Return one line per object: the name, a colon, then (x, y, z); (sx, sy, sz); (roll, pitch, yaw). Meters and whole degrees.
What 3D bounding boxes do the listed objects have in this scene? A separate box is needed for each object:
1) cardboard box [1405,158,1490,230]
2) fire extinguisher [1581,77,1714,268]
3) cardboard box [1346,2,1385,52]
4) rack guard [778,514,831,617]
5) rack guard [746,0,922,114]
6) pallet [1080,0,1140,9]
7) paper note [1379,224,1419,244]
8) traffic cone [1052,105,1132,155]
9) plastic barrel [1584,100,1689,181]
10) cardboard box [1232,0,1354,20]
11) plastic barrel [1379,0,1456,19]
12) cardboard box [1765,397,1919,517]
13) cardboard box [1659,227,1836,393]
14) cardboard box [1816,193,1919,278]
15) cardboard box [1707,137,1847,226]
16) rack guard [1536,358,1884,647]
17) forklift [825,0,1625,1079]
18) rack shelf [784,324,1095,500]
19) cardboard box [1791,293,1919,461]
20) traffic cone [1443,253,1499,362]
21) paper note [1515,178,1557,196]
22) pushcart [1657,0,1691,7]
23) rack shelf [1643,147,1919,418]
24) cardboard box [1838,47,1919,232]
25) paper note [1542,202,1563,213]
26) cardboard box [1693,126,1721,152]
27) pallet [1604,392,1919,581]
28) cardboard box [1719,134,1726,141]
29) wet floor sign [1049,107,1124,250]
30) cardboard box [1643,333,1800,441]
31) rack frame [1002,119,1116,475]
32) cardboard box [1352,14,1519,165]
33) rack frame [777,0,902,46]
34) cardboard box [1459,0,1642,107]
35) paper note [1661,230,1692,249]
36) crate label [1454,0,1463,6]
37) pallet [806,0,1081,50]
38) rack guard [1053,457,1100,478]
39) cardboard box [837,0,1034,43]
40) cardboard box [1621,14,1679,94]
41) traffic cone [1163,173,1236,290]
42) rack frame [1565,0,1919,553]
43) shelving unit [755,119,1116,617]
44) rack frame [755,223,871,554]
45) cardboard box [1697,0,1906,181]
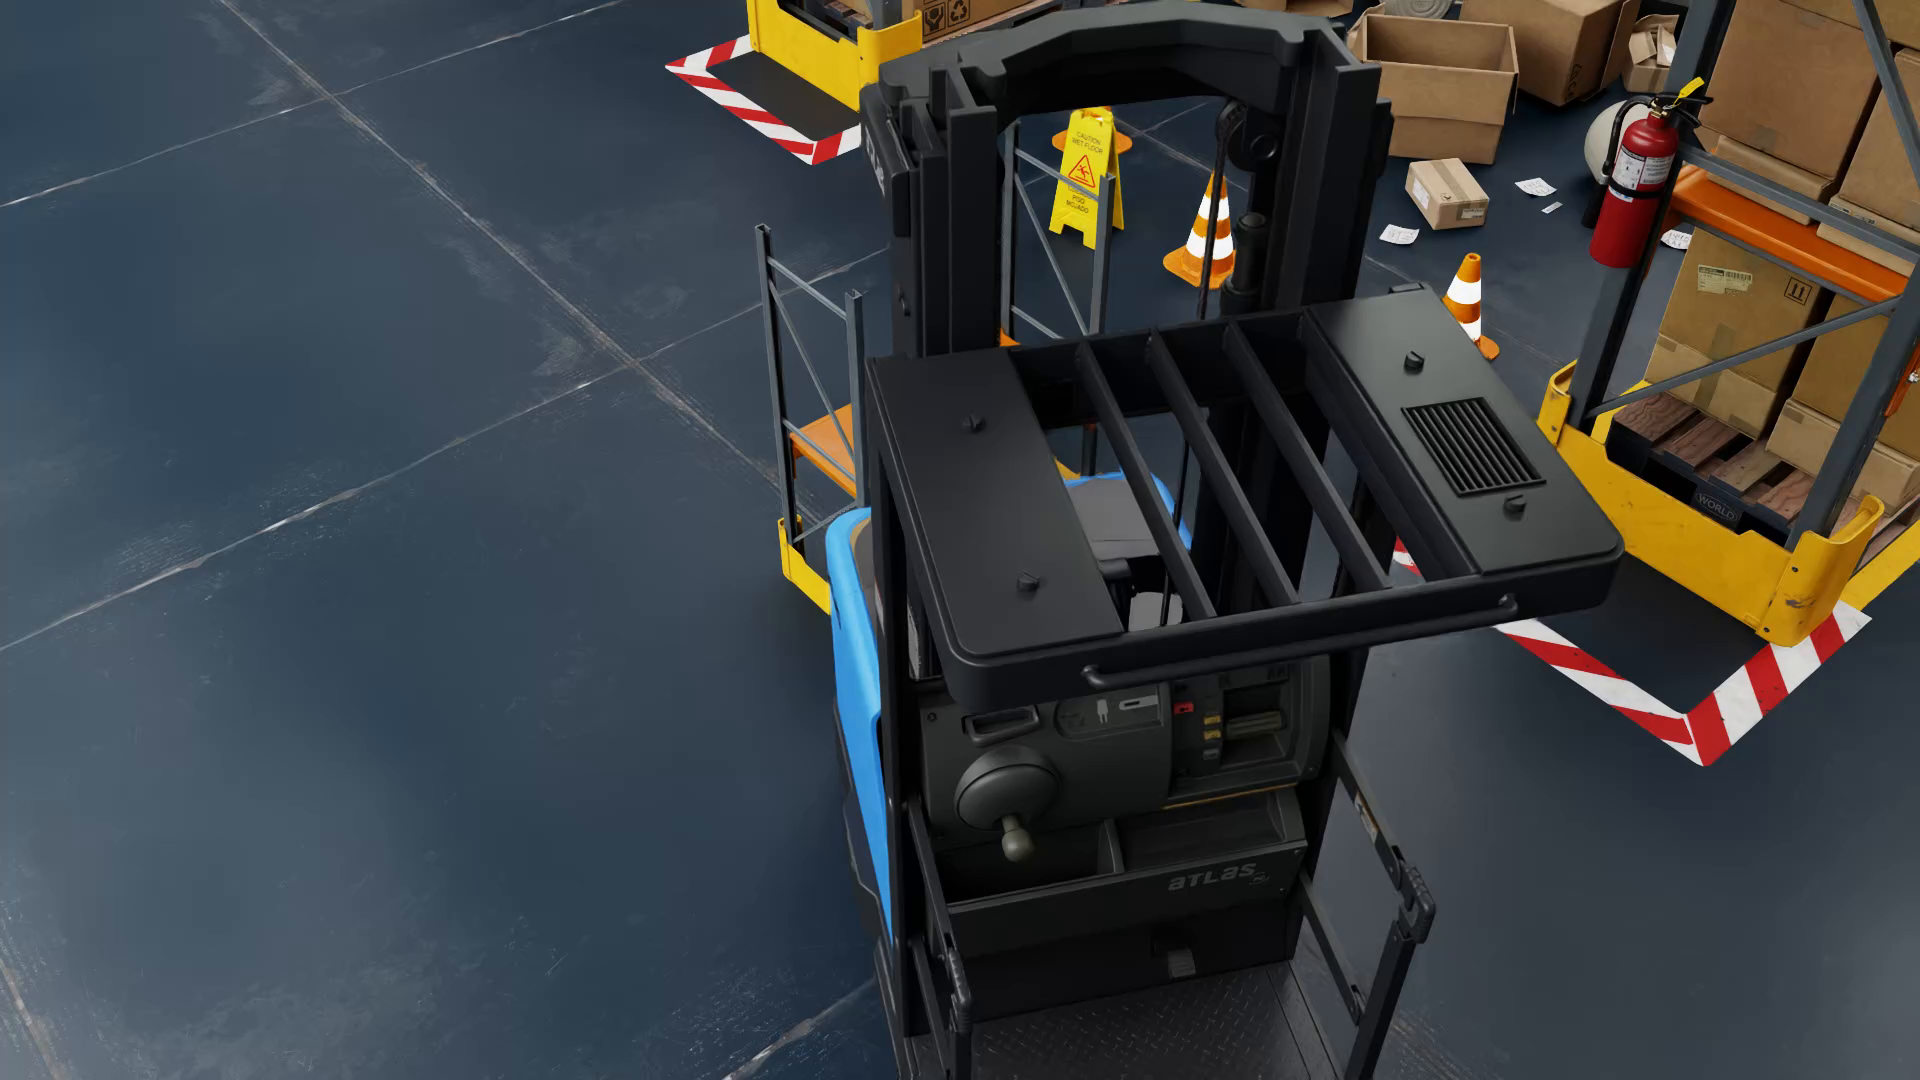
cardboard box: (2.309, -1.644, 7.892); (0.250, 0.149, 0.380); (-7, 44, -7)
fire extinguisher: (2.216, -1.211, 5.404); (0.183, 0.674, 0.296); (-30, 51, -28)
cardboard box: (2.278, -2.640, 8.867); (0.258, 0.266, 0.396); (-21, 47, -21)
rack guard: (-0.440, 0.161, 5.896); (0.087, 0.250, 0.587); (-30, 51, -28)
rack guard: (-0.672, -2.680, 8.739); (0.348, 0.500, 1.175); (-30, 51, -28)
pallet: (0.845, -3.511, 9.834); (1.213, 0.211, 1.003); (-30, 51, -28)
paper note: (2.048, -1.425, 7.745); (0.148, 0.019, 0.142); (22, 47, 21)
traffic cone: (0.665, -2.165, 8.217); (0.334, 0.463, 0.336); (-30, 51, -28)
plastic barrel: (3.213, -1.810, 7.868); (0.421, 0.421, 0.512); (0, 43, 0)
cardboard box: (1.882, -3.228, 9.320); (0.500, 0.500, 0.500); (-21, 47, -21)
plastic barrel: (2.529, -3.116, 9.259); (0.421, 0.421, 0.512); (0, 43, 0)
cardboard box: (3.396, -0.407, 6.194); (0.500, 0.250, 0.500); (-30, 51, -28)
cardboard box: (3.047, -0.960, 6.235); (0.500, 0.500, 0.500); (-29, 51, -28)
cardboard box: (2.993, -0.996, 5.303); (0.250, 0.149, 0.380); (-30, 51, -28)
cardboard box: (2.749, -1.232, 5.554); (0.250, 0.149, 0.380); (-28, 50, -27)
rack guard: (2.658, -0.169, 6.065); (0.348, 0.500, 1.175); (-30, 51, -28)
forklift: (0.424, 0.546, 3.527); (1.130, 2.935, 3.031); (-9, 44, -9)
rack shelf: (-0.065, -0.378, 5.820); (1.000, 0.185, 0.538); (-30, 51, -28)
cardboard box: (3.414, -0.691, 5.949); (0.500, 0.500, 0.500); (-32, 52, -29)
traffic cone: (2.102, -0.989, 6.965); (0.334, 0.463, 0.336); (-30, 51, -28)
paper note: (2.796, -1.715, 8.063); (0.142, 0.019, 0.148); (-14, 45, -14)
pushcart: (4.167, -3.023, 9.194); (1.648, 0.377, 0.936); (22, 47, 21)
rack shelf: (4.134, -1.663, 6.355); (4.000, 0.370, 1.077); (-30, 51, -28)
cardboard box: (3.141, -1.254, 5.104); (0.500, 0.500, 0.500); (-31, 51, -28)
paper note: (2.826, -1.586, 7.932); (0.123, 0.001, 0.032); (-30, 51, -28)
cardboard box: (3.973, -2.138, 8.159); (0.500, 0.500, 0.500); (0, 43, 0)
pallet: (3.304, -0.402, 6.524); (1.213, 0.211, 1.003); (-30, 51, -28)
cardboard box: (2.873, -1.402, 5.735); (0.250, 0.149, 0.380); (-30, 51, -28)
wet floor sign: (0.595, -1.691, 7.580); (0.267, 0.644, 0.232); (30, 51, 28)
cardboard box: (3.066, -0.705, 6.511); (0.500, 0.250, 0.500); (-30, 51, -28)
rack frame: (0.324, -0.733, 5.934); (0.032, 1.500, 0.500); (-30, 51, -28)
cardboard box: (2.323, -2.238, 8.265); (0.797, 0.503, 0.637); (7, 44, 7)
rack frame: (-0.654, -3.602, 7.894); (0.127, 3.000, 1.000); (-30, 51, -28)
cardboard box: (3.035, -2.703, 8.661); (0.503, 0.637, 0.797); (-30, 51, -28)
paper note: (3.337, -1.400, 7.718); (0.142, 0.019, 0.148); (22, 47, 21)
crate label: (2.930, -3.180, 9.536); (0.298, 0.136, 0.250); (7, 44, 7)
pallet: (-0.090, -2.978, 9.267); (1.213, 0.211, 1.003); (-30, 51, -28)
rack guard: (0.324, -0.276, 6.362); (0.087, 0.250, 0.587); (-30, 51, -28)
cardboard box: (-0.176, -3.313, 8.832); (0.875, 0.875, 0.875); (-29, 51, -28)
cardboard box: (3.666, -2.577, 8.800); (0.258, 0.266, 0.396); (7, 44, 7)
traffic cone: (1.129, -1.422, 7.426); (0.334, 0.463, 0.336); (-30, 51, -28)
rack frame: (2.600, -1.047, 5.174); (0.127, 3.000, 1.000); (-30, 51, -28)
shelving unit: (-0.058, -0.513, 5.701); (1.083, 1.500, 0.587); (-30, 51, -28)
rack frame: (-0.455, -0.286, 5.459); (0.032, 1.500, 0.500); (-30, 51, -28)
cardboard box: (2.839, -1.575, 5.446); (0.500, 0.500, 0.500); (-31, 51, -29)
